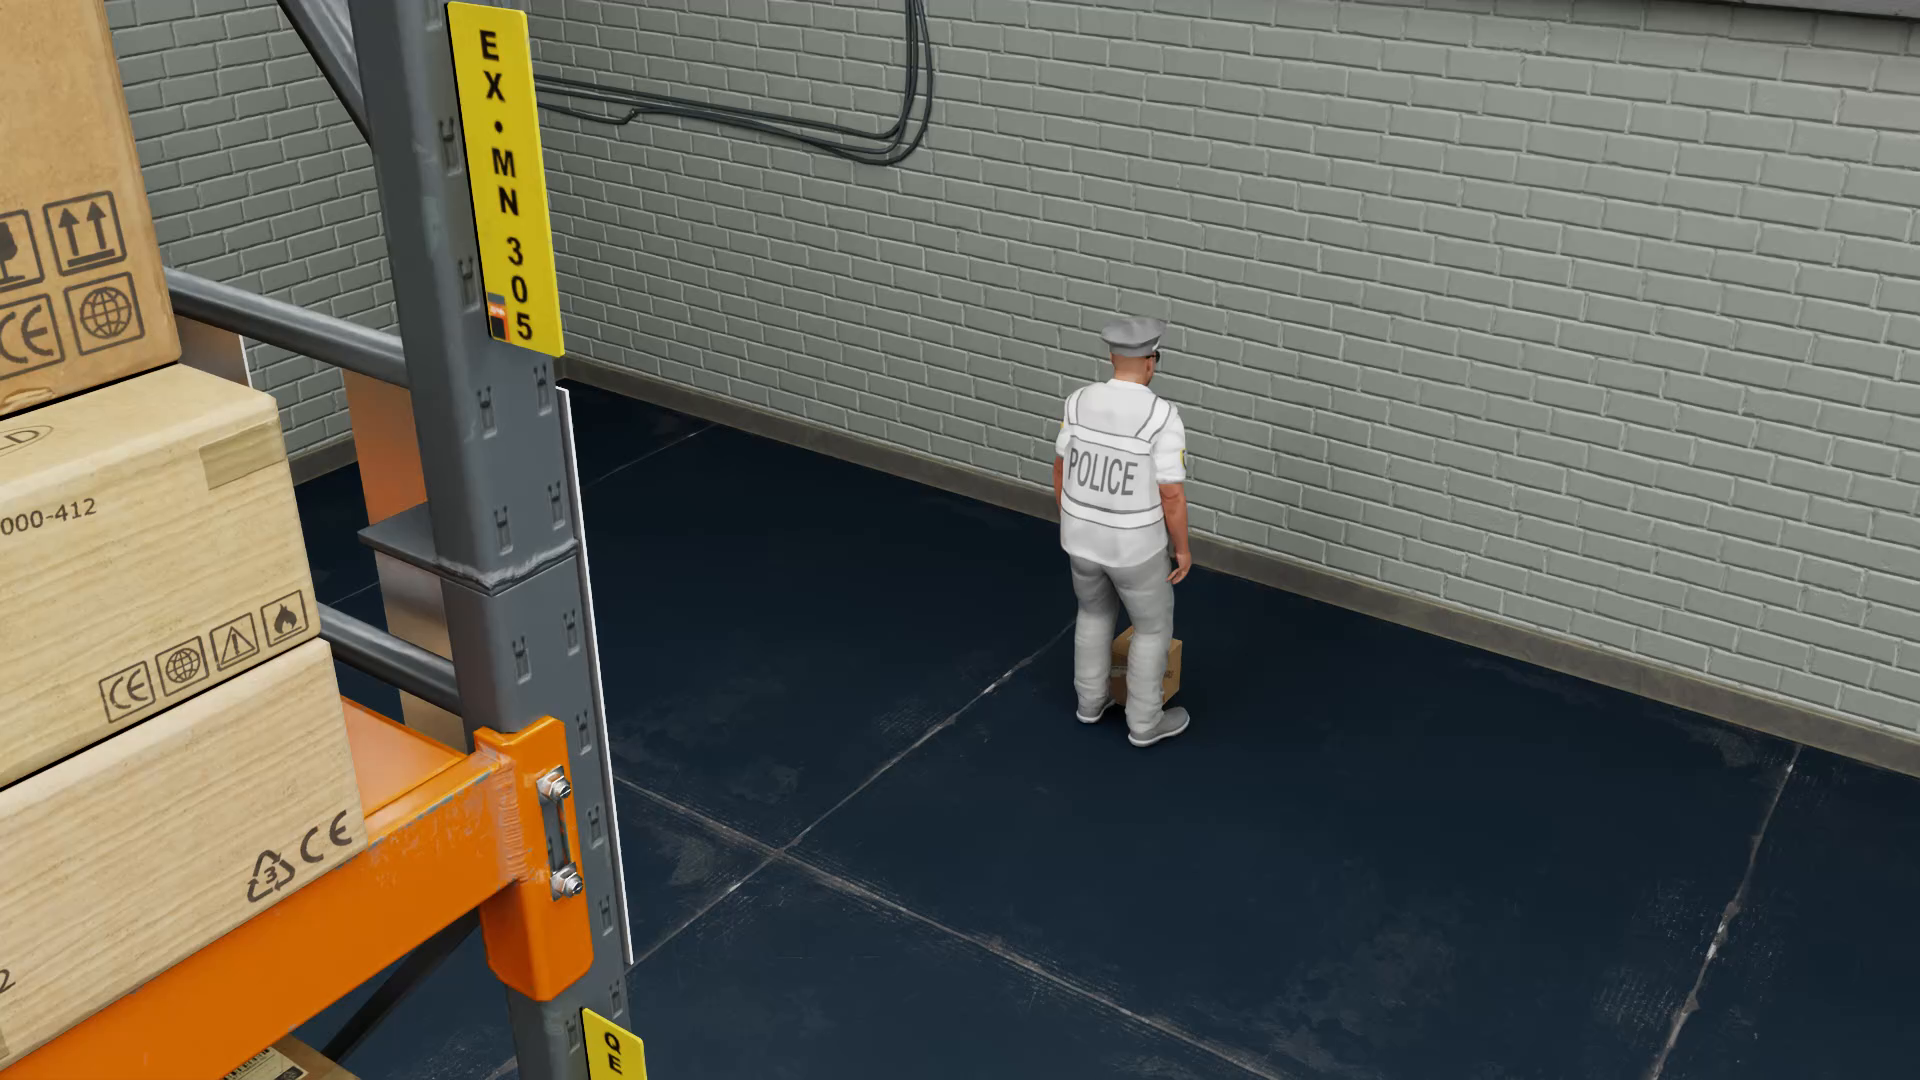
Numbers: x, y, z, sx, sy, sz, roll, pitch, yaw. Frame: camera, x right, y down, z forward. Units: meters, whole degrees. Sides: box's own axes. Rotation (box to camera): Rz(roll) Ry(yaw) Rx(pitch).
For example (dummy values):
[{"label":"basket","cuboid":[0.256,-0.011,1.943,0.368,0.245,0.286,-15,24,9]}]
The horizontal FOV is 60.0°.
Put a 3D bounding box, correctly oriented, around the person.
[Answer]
[{"label":"person","cuboid":[0.643,-0.014,6.635,0.587,1.748,0.466,17,31,30]}]
